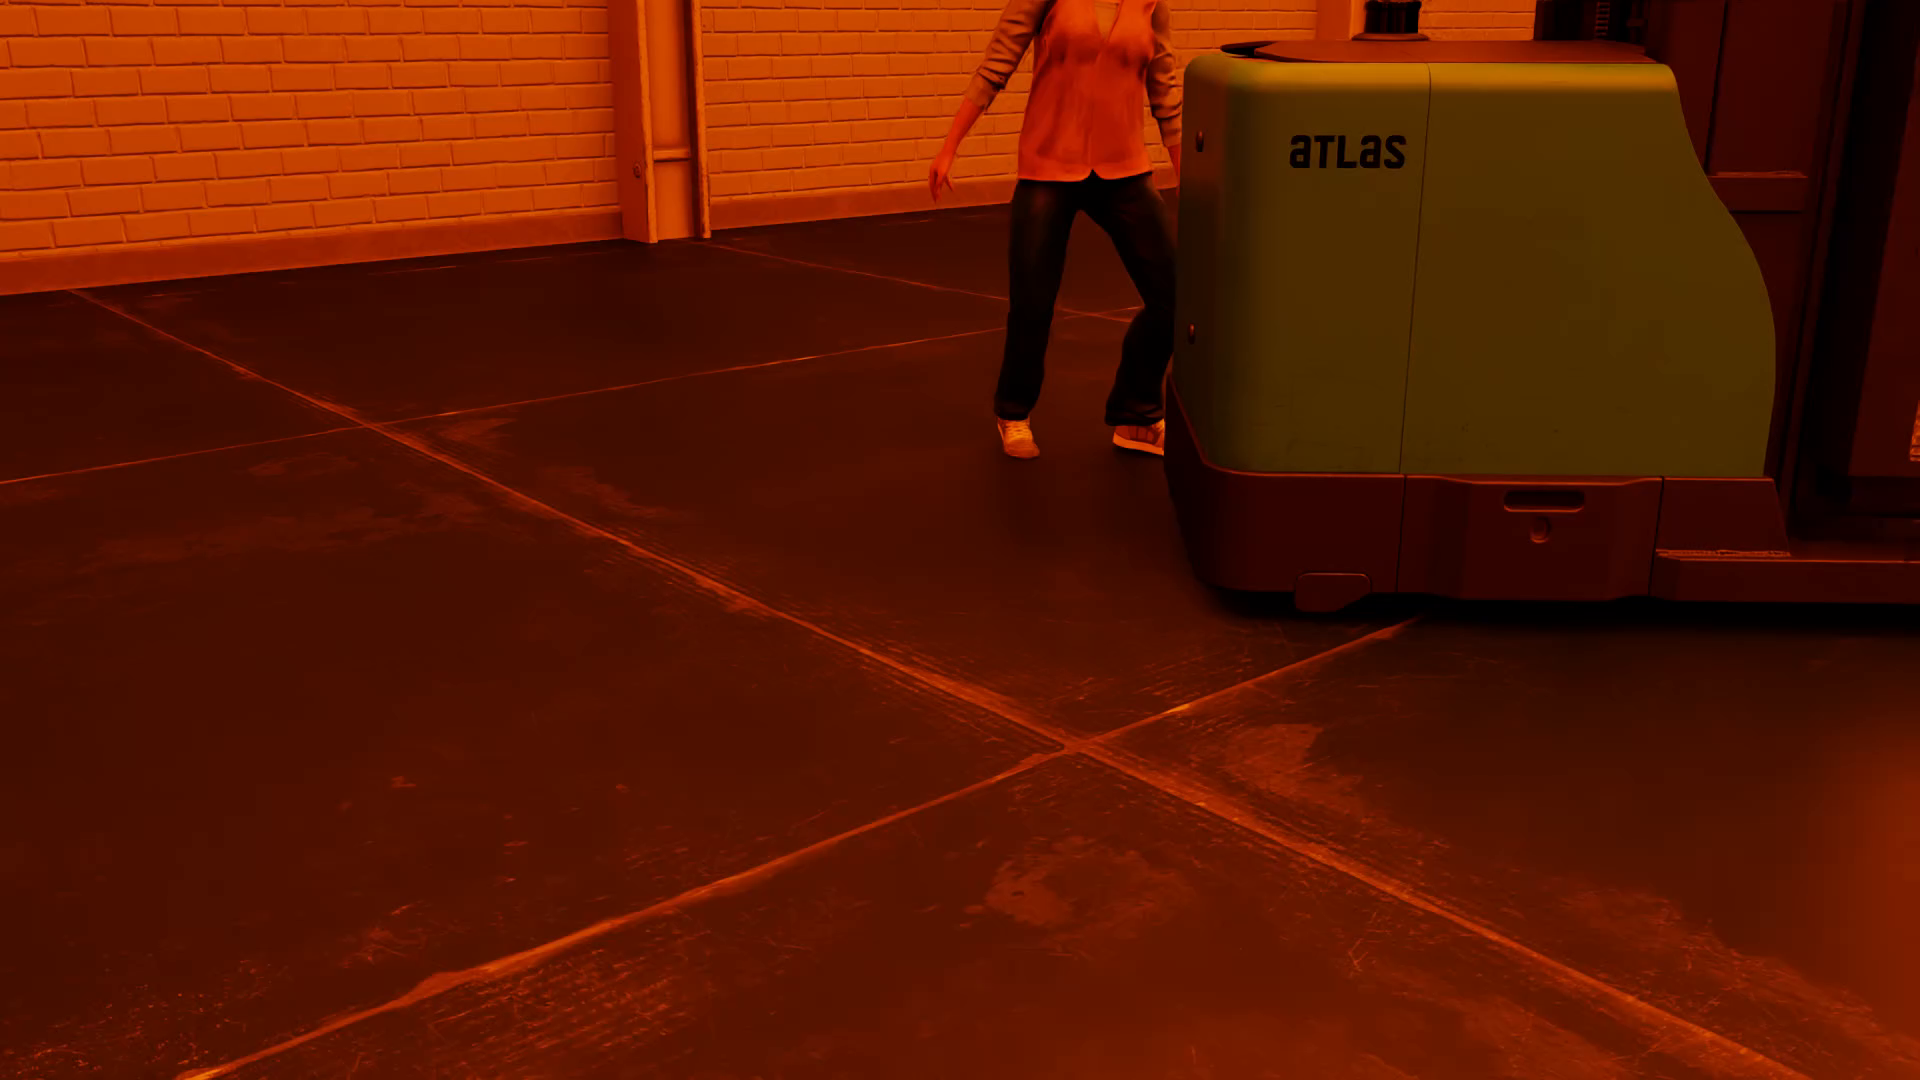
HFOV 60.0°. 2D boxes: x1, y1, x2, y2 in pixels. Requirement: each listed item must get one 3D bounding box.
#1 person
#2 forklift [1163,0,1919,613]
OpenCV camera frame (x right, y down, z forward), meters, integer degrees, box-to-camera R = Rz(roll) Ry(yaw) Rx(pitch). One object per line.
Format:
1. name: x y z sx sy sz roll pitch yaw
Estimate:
1. person: 0.293 -0.953 4.388 0.747 1.553 0.440 -2 18 -7
2. forklift: 2.011 -1.369 3.315 3.031 2.935 1.130 1 17 2
